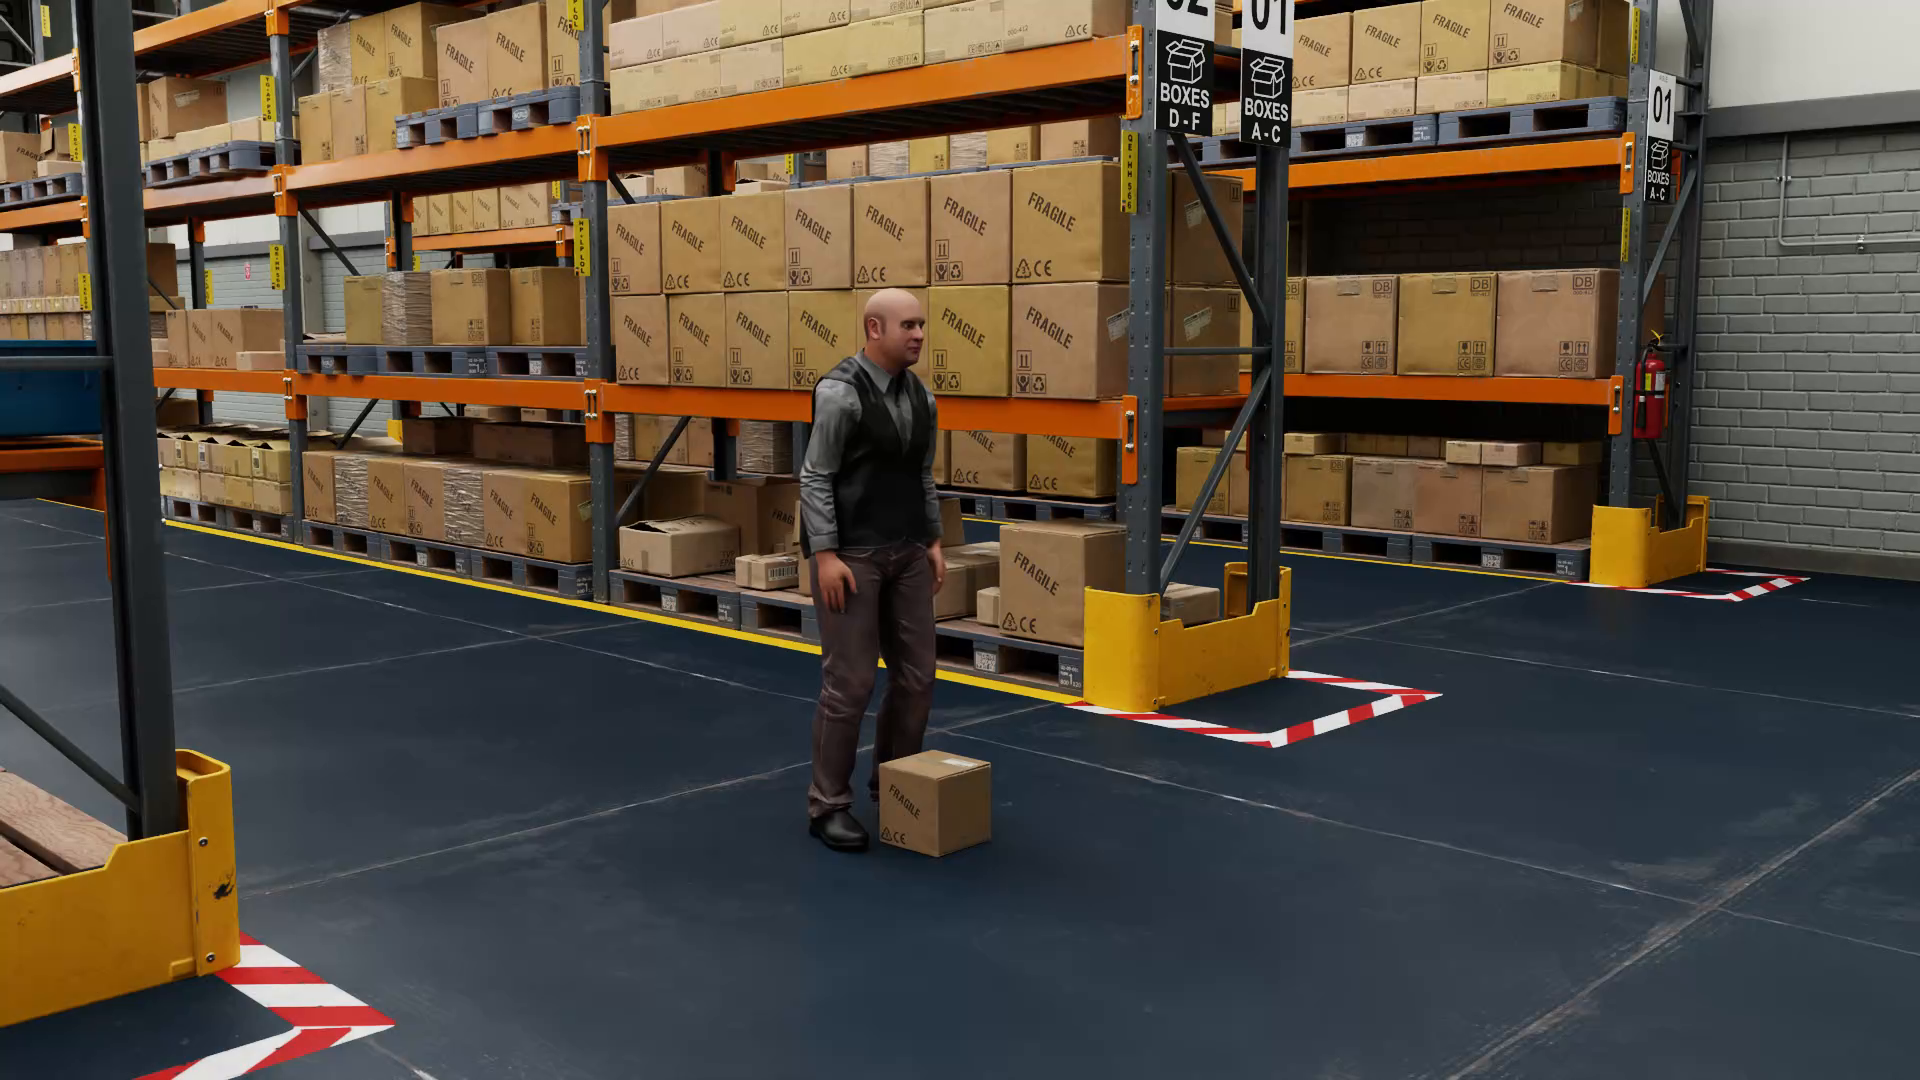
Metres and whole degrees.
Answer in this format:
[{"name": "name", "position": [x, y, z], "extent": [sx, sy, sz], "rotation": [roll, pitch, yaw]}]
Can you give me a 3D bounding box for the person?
[{"name": "person", "position": [-0.260, 0.069, 5.289], "extent": [0.469, 1.721, 0.594], "rotation": [6, 9, 40]}]
